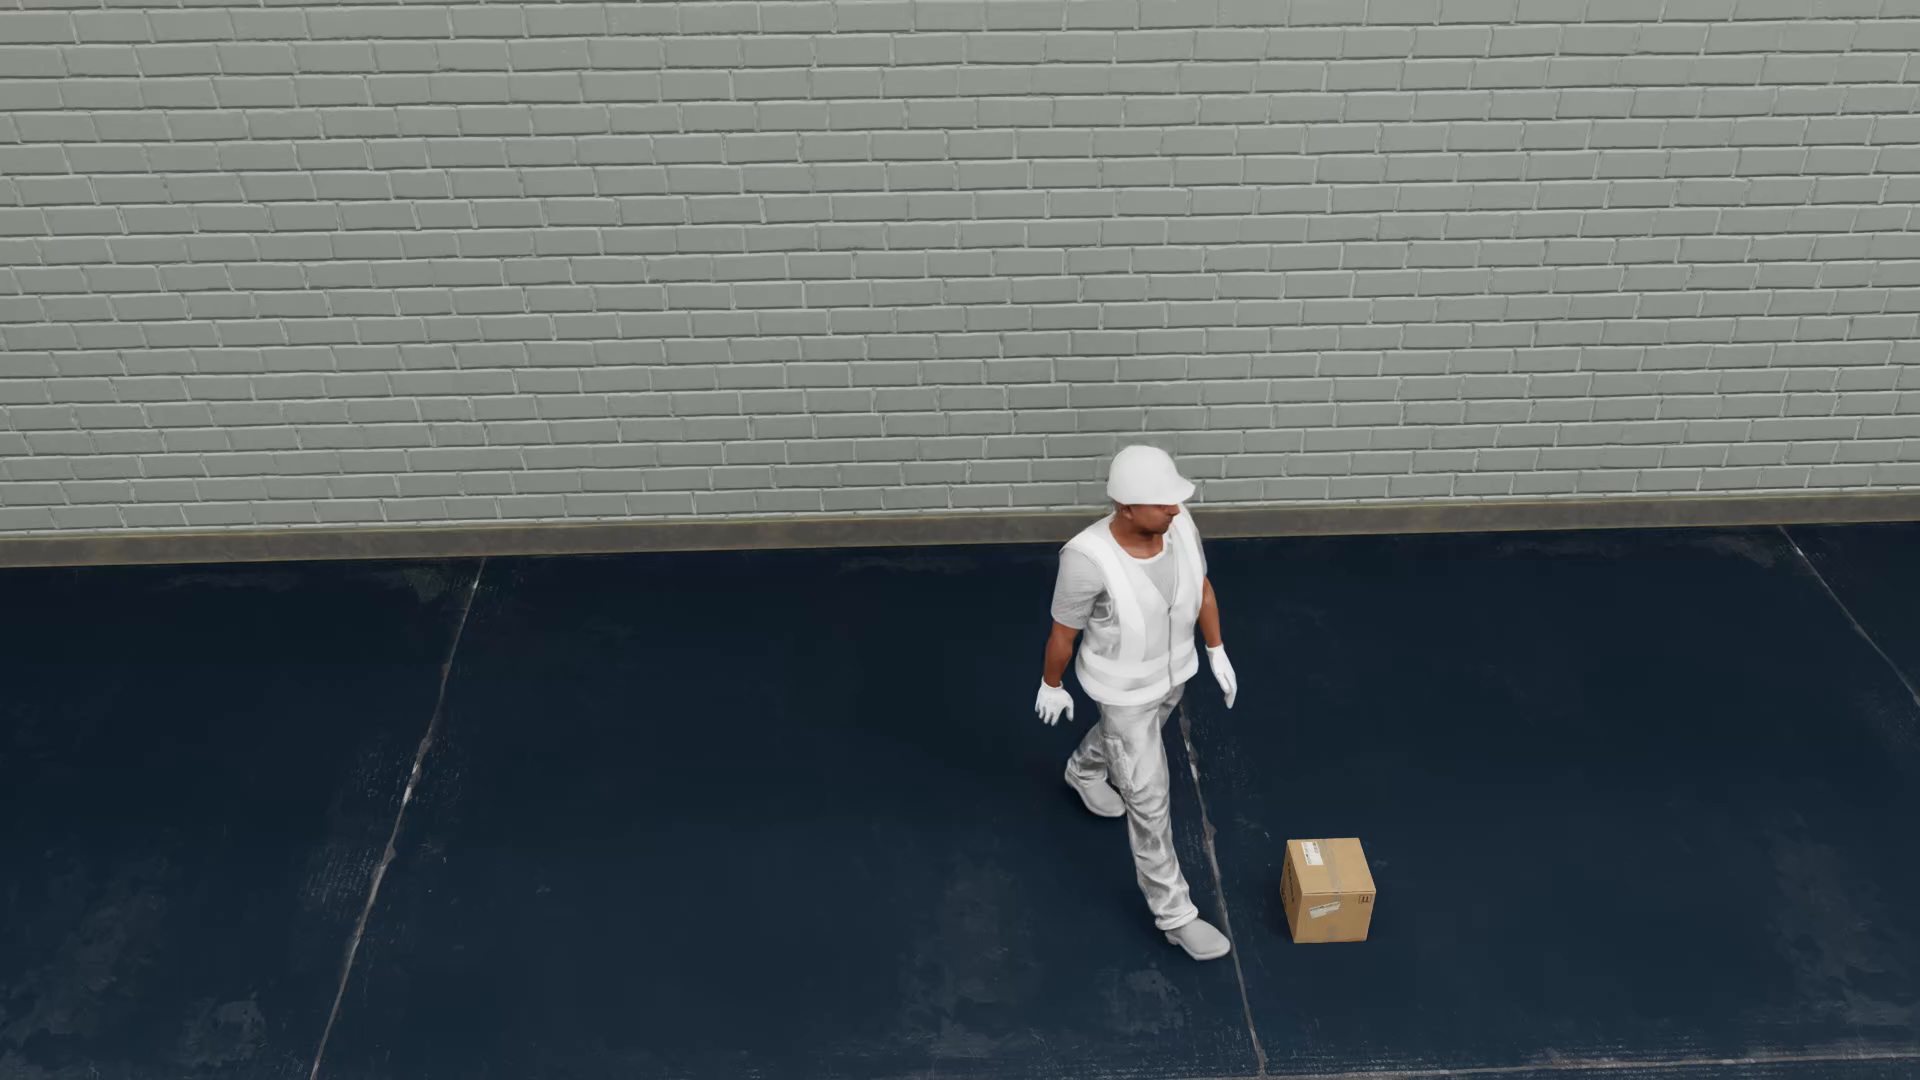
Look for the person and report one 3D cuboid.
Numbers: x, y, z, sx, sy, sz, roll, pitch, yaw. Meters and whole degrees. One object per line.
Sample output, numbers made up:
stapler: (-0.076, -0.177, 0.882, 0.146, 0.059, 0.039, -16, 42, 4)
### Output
person: (0.659, 0.478, 5.458, 0.586, 1.720, 1.058, -26, 42, -32)
